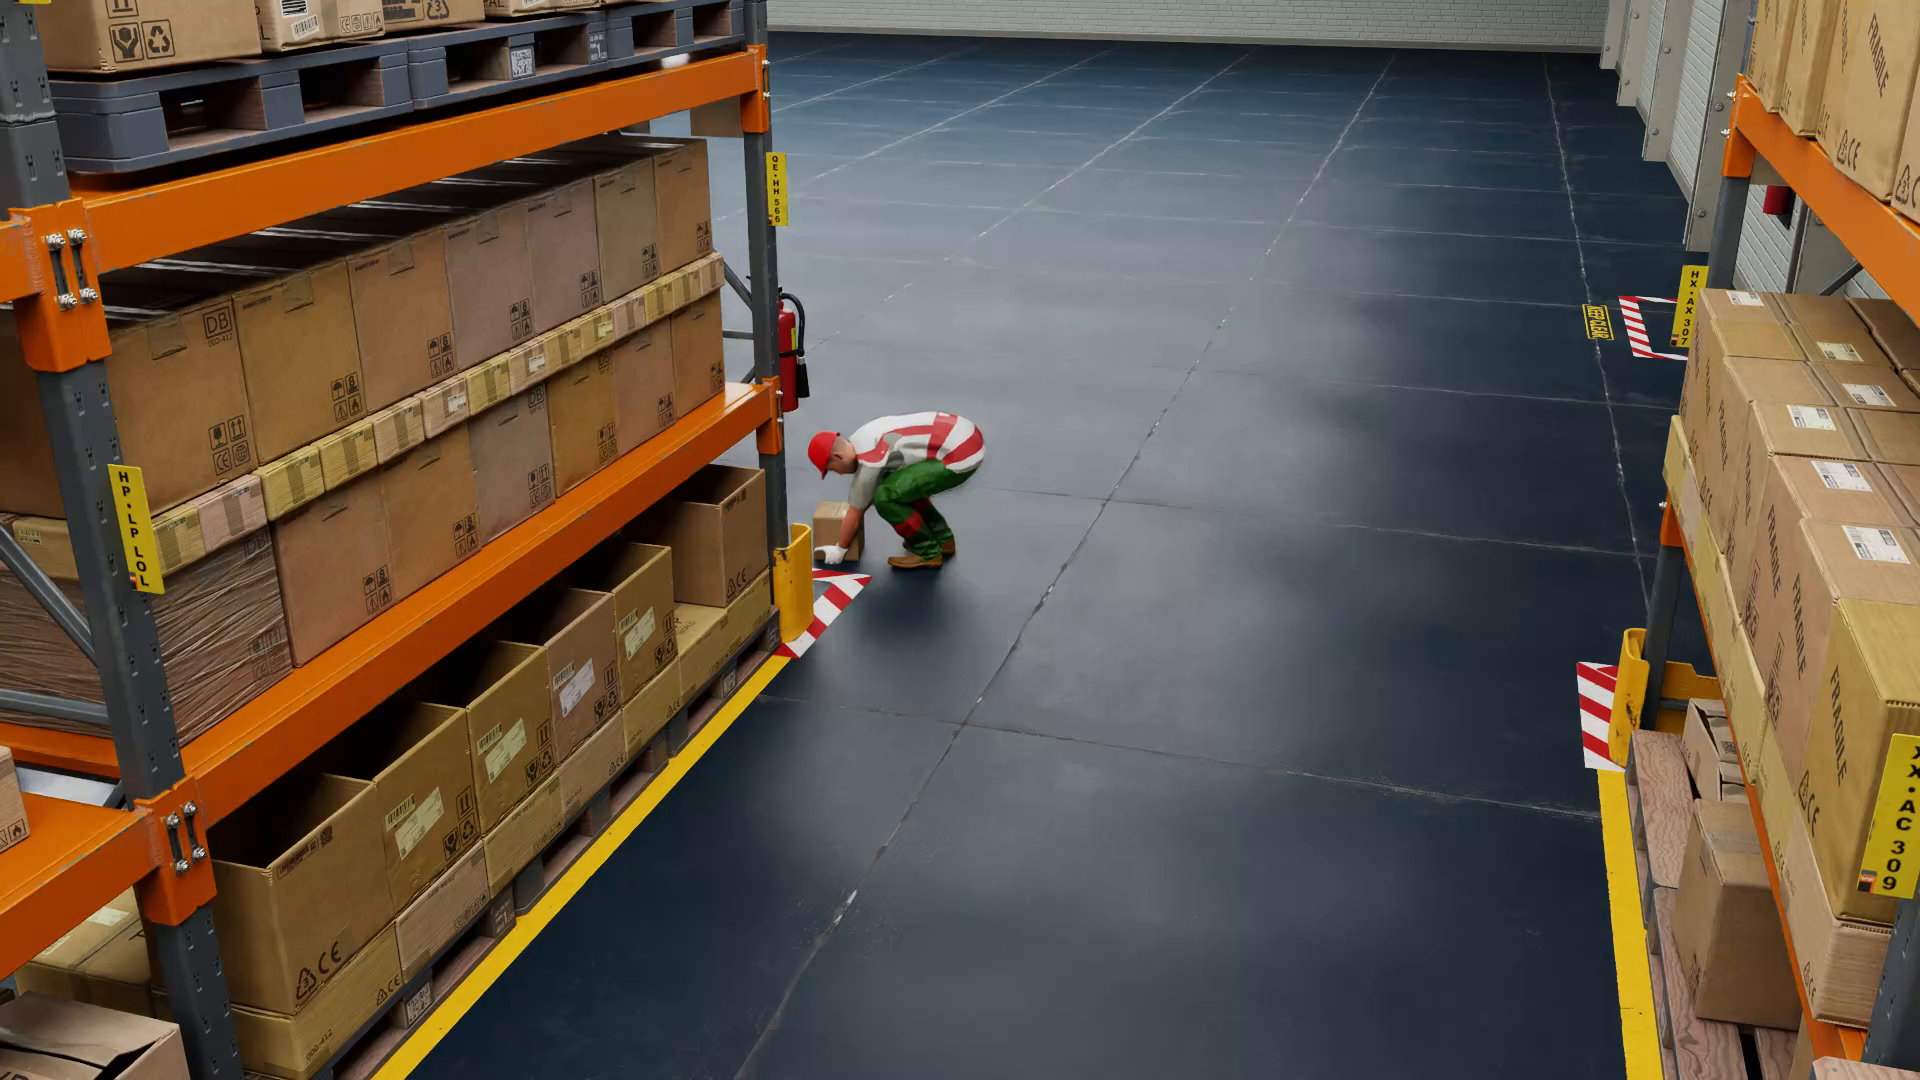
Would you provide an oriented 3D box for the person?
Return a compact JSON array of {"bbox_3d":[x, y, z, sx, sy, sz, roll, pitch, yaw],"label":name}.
[{"bbox_3d":[-0.344,-0.270,9.064,0.967,0.854,0.529,1,22,3],"label":"person"}]
